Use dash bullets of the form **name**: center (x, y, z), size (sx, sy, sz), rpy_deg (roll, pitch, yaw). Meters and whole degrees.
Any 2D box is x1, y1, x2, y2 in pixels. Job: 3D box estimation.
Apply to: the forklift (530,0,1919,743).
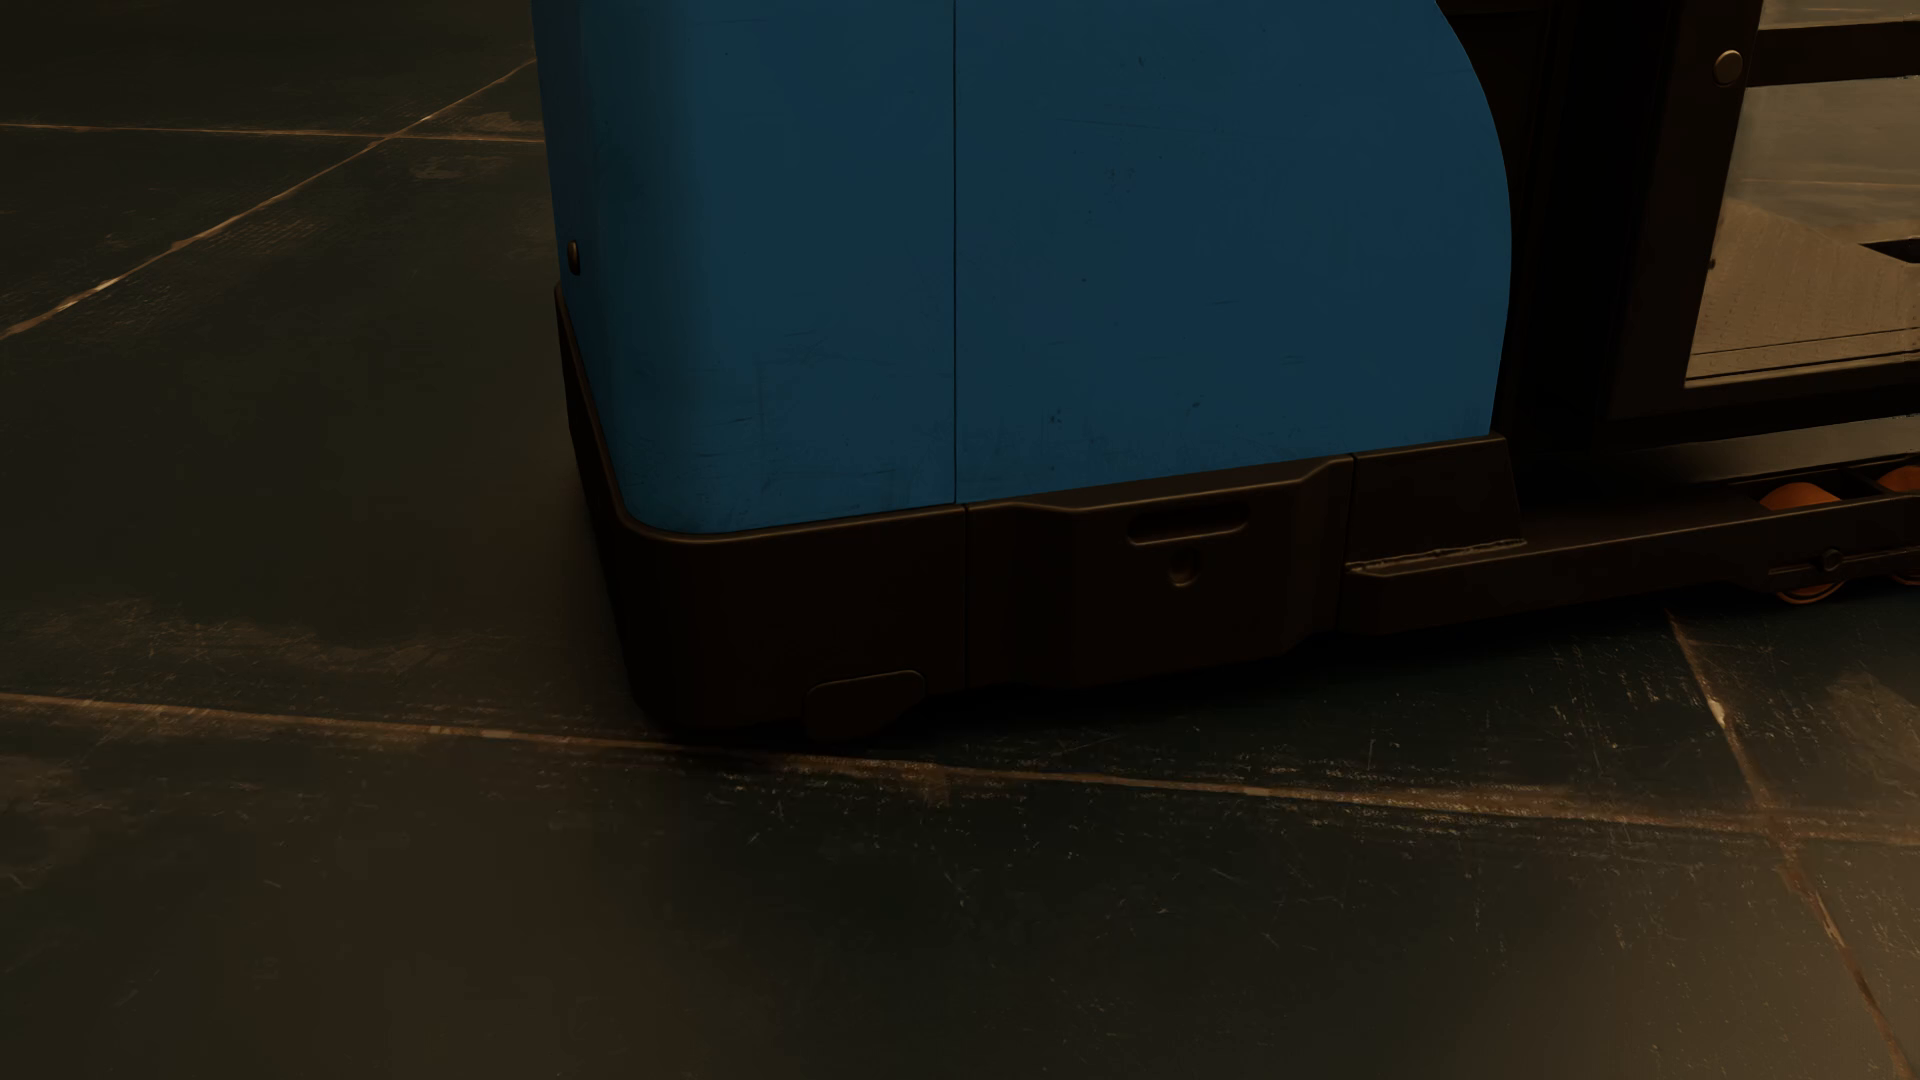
- **forklift**: center (0.942, -1.439, 2.102), size (3.031, 2.935, 1.130), rpy_deg (-8, 28, -15)
